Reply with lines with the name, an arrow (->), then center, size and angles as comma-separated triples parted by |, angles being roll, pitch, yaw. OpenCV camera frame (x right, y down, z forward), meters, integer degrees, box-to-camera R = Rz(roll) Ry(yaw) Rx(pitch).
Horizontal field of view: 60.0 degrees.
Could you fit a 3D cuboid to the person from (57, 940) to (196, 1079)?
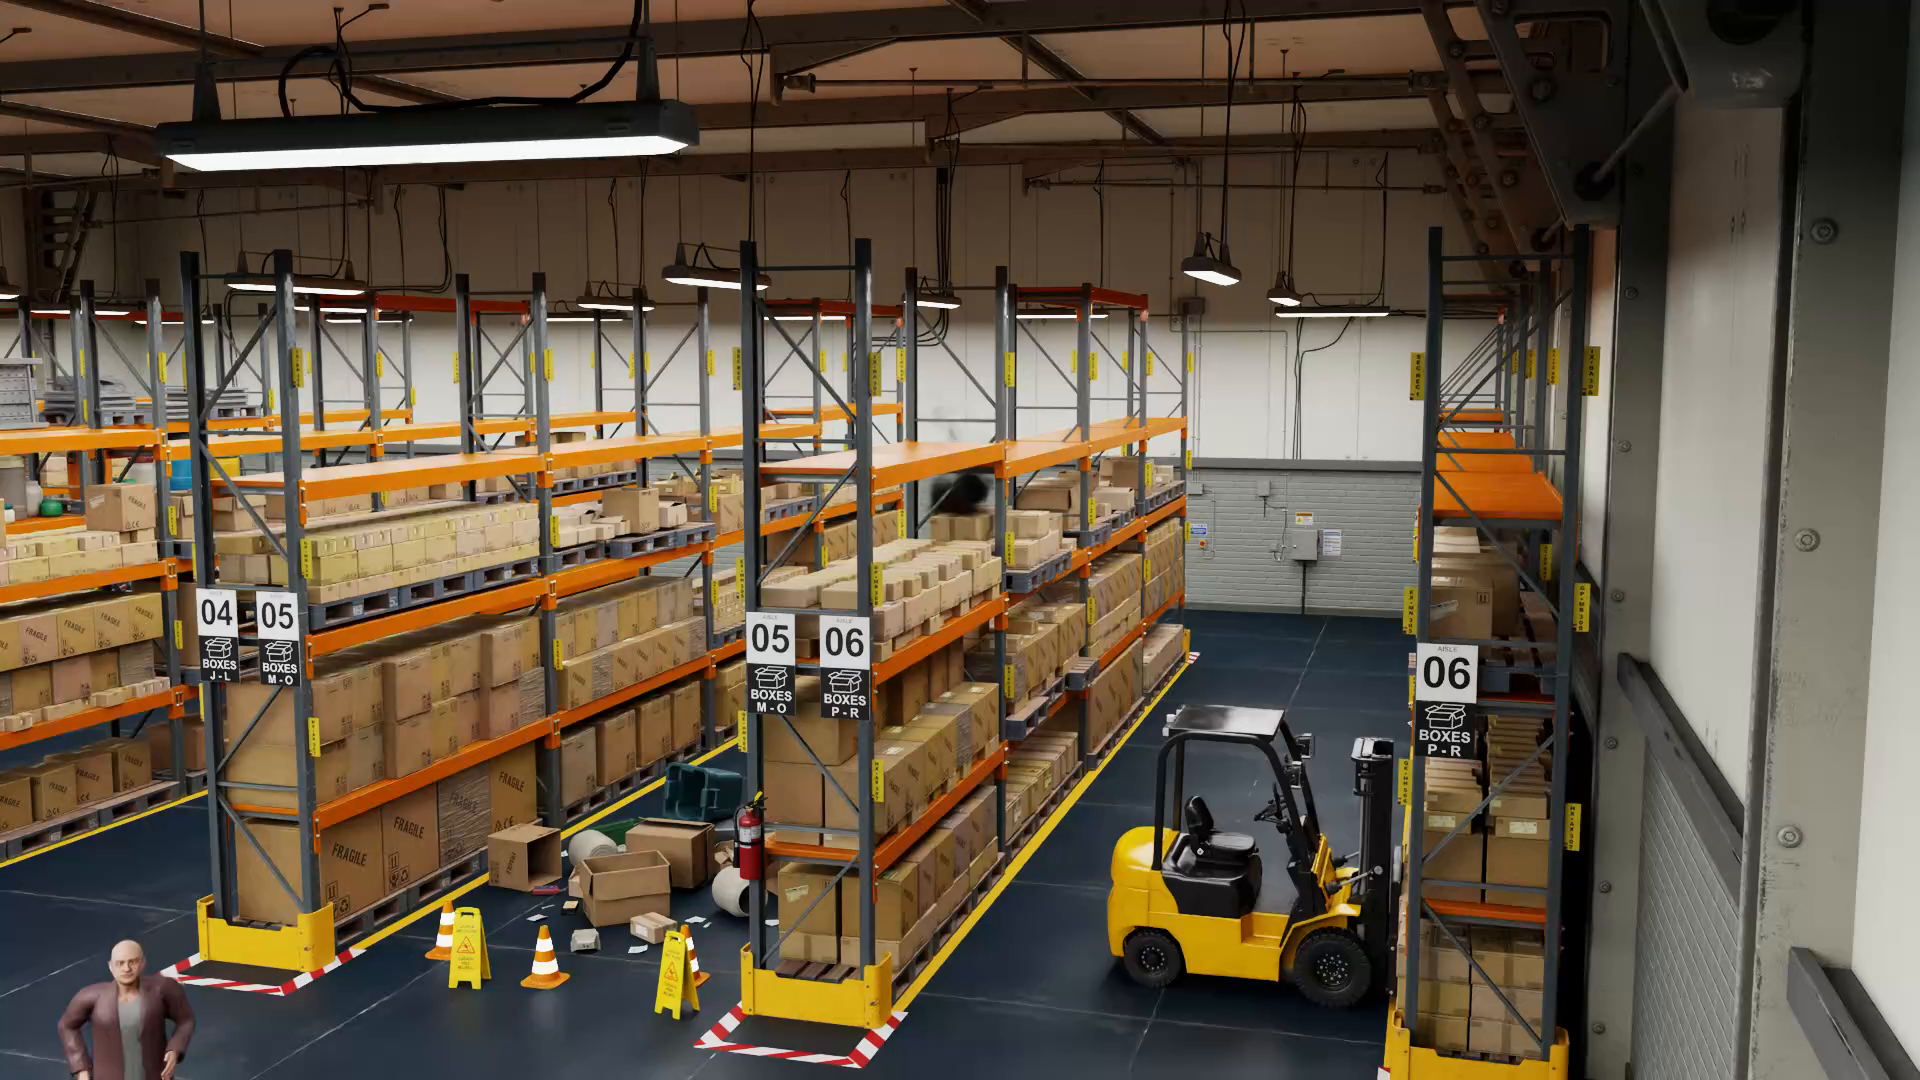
person -> -4.841, 3.208, 9.747 | 0.715, 1.747, 0.666 | -4, 8, -33
